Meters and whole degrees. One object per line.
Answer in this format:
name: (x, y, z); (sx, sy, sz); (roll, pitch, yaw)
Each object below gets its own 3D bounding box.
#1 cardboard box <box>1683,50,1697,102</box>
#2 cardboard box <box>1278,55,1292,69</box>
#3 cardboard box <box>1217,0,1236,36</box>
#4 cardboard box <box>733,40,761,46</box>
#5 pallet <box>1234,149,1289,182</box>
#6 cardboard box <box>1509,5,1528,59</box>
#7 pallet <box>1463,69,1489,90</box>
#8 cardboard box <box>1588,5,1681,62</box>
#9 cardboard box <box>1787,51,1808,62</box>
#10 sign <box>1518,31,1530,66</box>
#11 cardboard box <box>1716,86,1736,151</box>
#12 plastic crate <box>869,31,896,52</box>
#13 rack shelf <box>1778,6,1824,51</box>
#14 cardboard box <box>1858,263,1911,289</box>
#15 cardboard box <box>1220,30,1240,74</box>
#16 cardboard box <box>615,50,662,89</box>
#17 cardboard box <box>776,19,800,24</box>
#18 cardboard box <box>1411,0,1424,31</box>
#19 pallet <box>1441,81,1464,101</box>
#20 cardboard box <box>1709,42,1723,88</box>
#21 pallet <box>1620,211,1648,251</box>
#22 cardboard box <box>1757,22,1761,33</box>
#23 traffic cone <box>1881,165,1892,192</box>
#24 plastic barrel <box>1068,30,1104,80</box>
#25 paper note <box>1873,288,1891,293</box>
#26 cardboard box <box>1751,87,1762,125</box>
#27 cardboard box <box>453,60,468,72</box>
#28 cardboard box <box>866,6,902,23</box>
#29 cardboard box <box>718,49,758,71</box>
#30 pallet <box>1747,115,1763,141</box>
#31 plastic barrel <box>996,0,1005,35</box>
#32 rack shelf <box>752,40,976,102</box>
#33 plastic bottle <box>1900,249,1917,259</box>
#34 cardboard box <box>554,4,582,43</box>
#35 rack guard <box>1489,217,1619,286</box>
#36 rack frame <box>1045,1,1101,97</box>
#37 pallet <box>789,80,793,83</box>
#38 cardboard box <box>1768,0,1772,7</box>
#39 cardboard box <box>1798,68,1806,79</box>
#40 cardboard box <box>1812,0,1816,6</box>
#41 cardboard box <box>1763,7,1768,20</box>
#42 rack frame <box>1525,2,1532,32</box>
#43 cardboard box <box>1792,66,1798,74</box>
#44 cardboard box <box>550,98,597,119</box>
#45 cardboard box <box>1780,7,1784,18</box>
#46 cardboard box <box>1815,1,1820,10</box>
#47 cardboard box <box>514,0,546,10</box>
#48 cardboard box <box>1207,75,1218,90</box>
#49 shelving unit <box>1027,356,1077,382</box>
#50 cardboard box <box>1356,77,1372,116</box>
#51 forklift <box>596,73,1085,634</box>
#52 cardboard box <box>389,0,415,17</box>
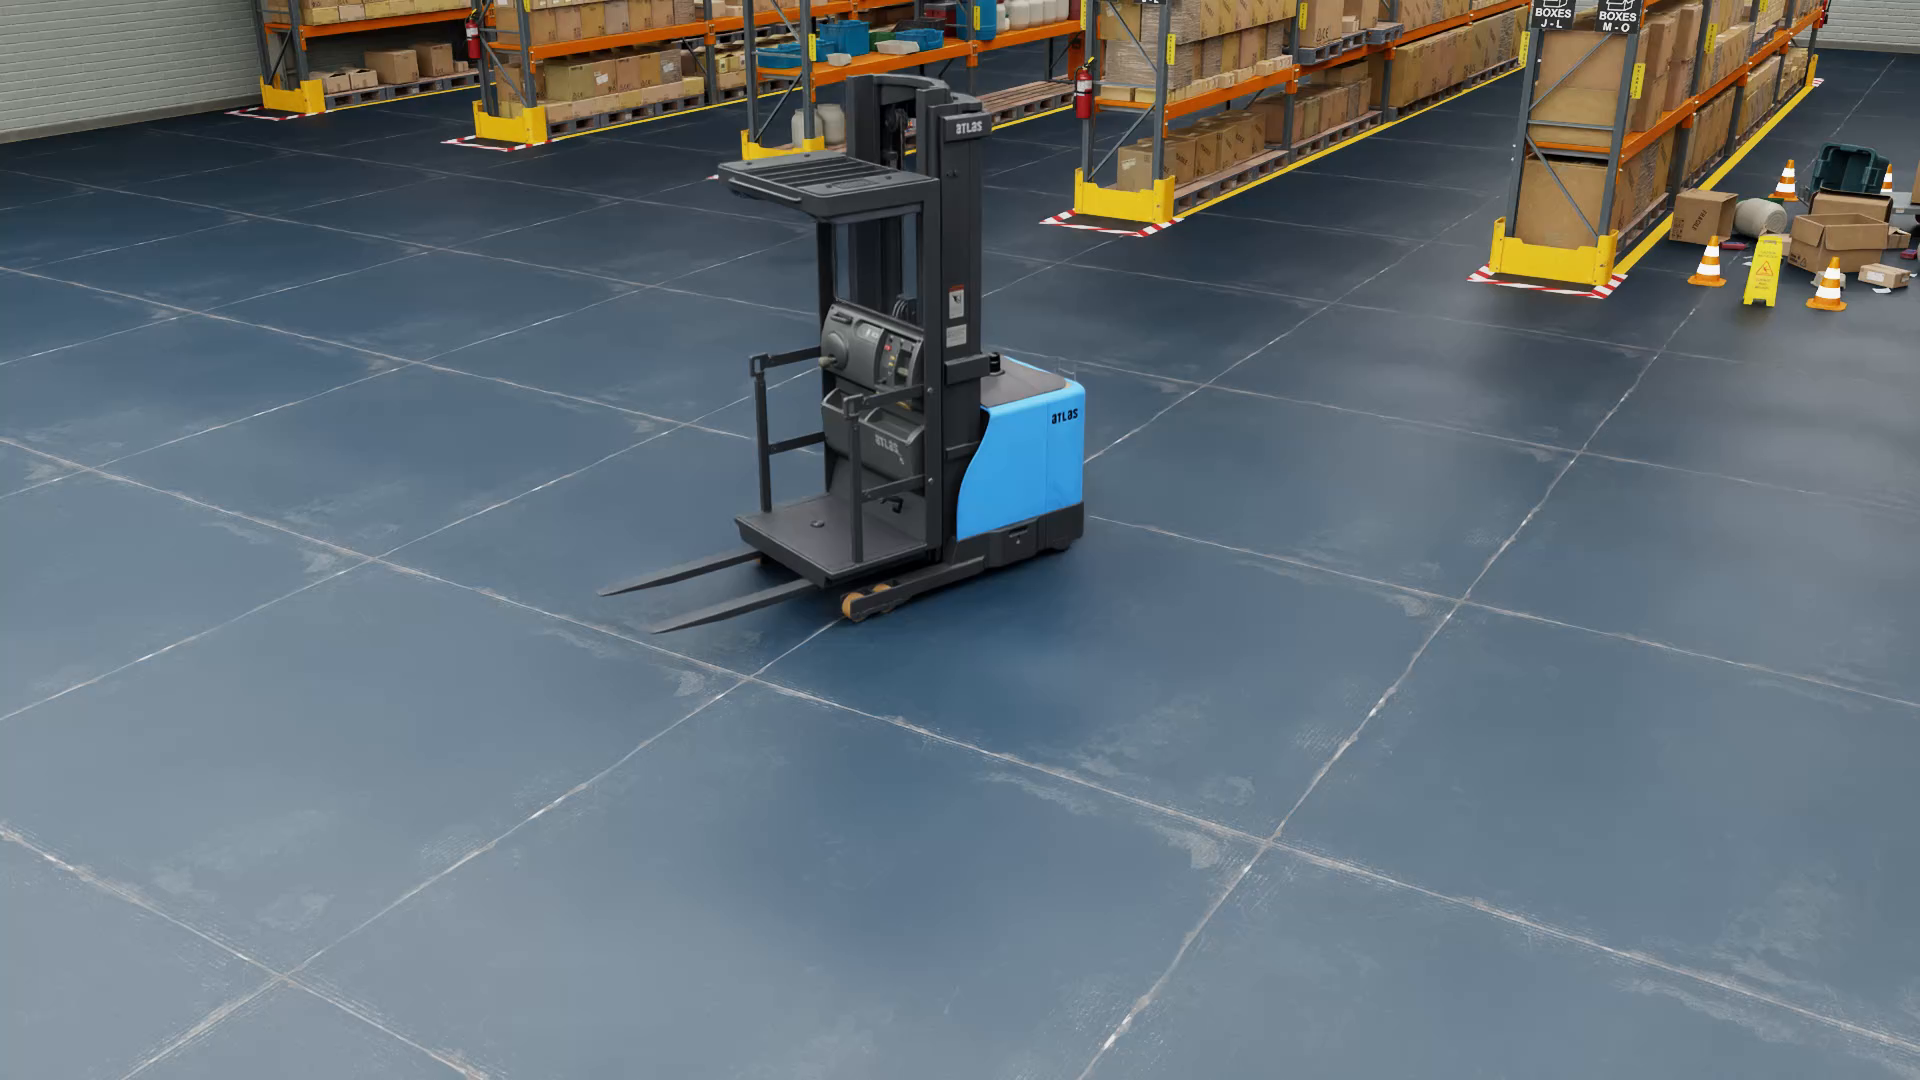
cardboard box: (7.965, -5.388, 19.232); (0.875, 0.550, 0.550); (14, 27, 29)
cardboard box: (4.126, -6.270, 21.775); (0.380, 0.149, 0.250); (14, 27, 29)
cardboard box: (2.933, -6.276, 19.713); (0.500, 0.500, 0.500); (14, 27, 29)
cardboard box: (-3.652, -8.496, 28.826); (0.500, 0.311, 0.500); (13, 27, 28)
pallet: (3.665, -5.006, 22.048); (1.003, 0.211, 1.213); (14, 27, 29)
cardboard box: (10.050, -9.555, 31.192); (0.875, 0.875, 0.875); (14, 27, 29)
pallet: (8.677, -8.181, 29.381); (1.003, 0.211, 1.213); (14, 27, 29)
cardboard box: (7.333, -5.530, 18.200); (0.875, 0.550, 0.550); (14, 27, 29)
cardboard box: (14.206, -8.235, 28.309); (0.380, 0.149, 0.250); (13, 27, 28)
sign: (5.586, -4.855, 16.433); (0.100, 0.325, 0.005); (14, 27, 29)
cardboard box: (9.862, -5.770, 22.606); (1.050, 0.750, 0.750); (13, 27, 28)
plastic crate: (-1.174, -7.062, 23.553); (0.450, 0.188, 0.662); (14, 27, 29)
rack shelf: (13.425, -8.491, 27.495); (1.077, 0.370, 4.000); (14, 27, 29)
cardboard box: (9.273, -2.650, 16.685); (0.250, 0.149, 0.380); (-12, 26, -26)
cardboard box: (2.929, -6.052, 20.454); (0.875, 0.500, 0.500); (14, 27, 29)
cardboard box: (-5.018, -7.334, 25.904); (0.500, 0.500, 0.500); (14, 27, 29)
cardboard box: (-3.934, -11.611, 36.412); (0.700, 0.500, 0.500); (14, 27, 30)
cardboard box: (6.857, -8.197, 25.784); (0.500, 0.500, 0.500); (13, 27, 28)
pallet: (7.866, -7.664, 28.188); (1.003, 0.211, 1.213); (14, 27, 29)
cardboard box: (8.921, -5.784, 20.209); (0.500, 0.500, 0.500); (14, 27, 29)
pallet: (7.039, -3.513, 18.599); (1.003, 0.211, 1.213); (14, 27, 29)
cardboard box: (11.092, -7.256, 23.522); (0.380, 0.149, 0.250); (15, 28, 31)
traffic cone: (11.177, -4.298, 20.096); (0.336, 0.463, 0.334); (14, 27, 29)
plastic barrel: (2.135, -8.273, 28.289); (0.600, 0.830, 0.708); (14, 27, 29)
paper note: (9.106, -2.467, 16.410); (0.148, 0.019, 0.142); (5, 24, 11)
cardboard box: (11.379, -6.372, 24.311); (0.500, 0.500, 0.500); (13, 27, 28)
cardboard box: (-8.892, -8.349, 29.272); (0.380, 0.166, 0.250); (10, 25, 22)
cardboard box: (-1.459, -10.077, 31.901); (0.500, 0.250, 0.500); (13, 27, 28)
cardboard box: (-3.727, -8.040, 27.774); (0.500, 0.311, 0.500); (14, 27, 28)
pallet: (11.318, -6.190, 24.784); (1.003, 0.211, 1.213); (14, 27, 29)
plastic barrel: (0.472, -7.897, 25.045); (0.433, 0.535, 0.433); (0, 23, 0)
rack shelf: (-1.274, -6.553, 23.016); (1.077, 0.370, 4.000); (14, 27, 29)
plastic bottle: (10.134, -3.052, 17.723); (0.133, 0.061, 0.283); (20, 30, 38)
cardboard box: (-6.005, -7.626, 24.464); (0.700, 0.500, 0.500); (15, 27, 30)
rack guard: (6.027, -2.941, 16.915); (1.175, 0.500, 0.348); (14, 27, 29)
rack frame: (1.891, -8.908, 27.551); (1.000, 3.000, 0.127); (14, 27, 29)
pallet: (-2.782, -8.398, 29.883); (1.003, 0.211, 1.213); (14, 27, 29)
cardboard box: (11.495, -7.790, 24.007); (0.380, 0.149, 0.250); (13, 27, 28)
cardboard box: (14.330, -8.052, 28.633); (0.380, 0.149, 0.250); (15, 27, 31)
cardboard box: (13.926, -9.127, 27.558); (0.500, 0.500, 0.500); (14, 27, 29)
cardboard box: (11.363, -7.566, 23.866); (0.380, 0.149, 0.250); (14, 27, 28)
rack frame: (10.319, -10.570, 31.391); (1.000, 3.000, 0.127); (14, 27, 29)
cardboard box: (13.758, -7.844, 27.778); (0.380, 0.149, 0.250); (15, 28, 32)
cardboard box: (-5.802, -6.482, 24.880); (0.500, 0.250, 0.500); (14, 27, 29)
cardboard box: (12.328, -8.048, 25.353); (0.380, 0.149, 0.250); (13, 27, 28)
cardboard box: (14.548, -9.212, 28.570); (0.380, 0.149, 0.250); (14, 27, 29)
cardboard box: (-6.145, -7.678, 23.768); (0.380, 0.149, 0.250); (14, 27, 29)
cardboard box: (2.886, -5.524, 20.051); (0.380, 0.149, 0.250); (14, 27, 29)
shelving unit: (0.593, -0.658, 10.947); (0.252, 1.050, 0.215); (-17, 29, -34)
cardboard box: (5.763, -6.694, 25.031); (0.700, 0.500, 0.500); (12, 26, 26)
forklift: (-0.683, -1.108, 9.621); (3.031, 2.935, 1.130); (-17, 29, -34)
cardboard box: (-9.414, -8.842, 27.561); (0.500, 0.250, 0.500); (14, 27, 29)
